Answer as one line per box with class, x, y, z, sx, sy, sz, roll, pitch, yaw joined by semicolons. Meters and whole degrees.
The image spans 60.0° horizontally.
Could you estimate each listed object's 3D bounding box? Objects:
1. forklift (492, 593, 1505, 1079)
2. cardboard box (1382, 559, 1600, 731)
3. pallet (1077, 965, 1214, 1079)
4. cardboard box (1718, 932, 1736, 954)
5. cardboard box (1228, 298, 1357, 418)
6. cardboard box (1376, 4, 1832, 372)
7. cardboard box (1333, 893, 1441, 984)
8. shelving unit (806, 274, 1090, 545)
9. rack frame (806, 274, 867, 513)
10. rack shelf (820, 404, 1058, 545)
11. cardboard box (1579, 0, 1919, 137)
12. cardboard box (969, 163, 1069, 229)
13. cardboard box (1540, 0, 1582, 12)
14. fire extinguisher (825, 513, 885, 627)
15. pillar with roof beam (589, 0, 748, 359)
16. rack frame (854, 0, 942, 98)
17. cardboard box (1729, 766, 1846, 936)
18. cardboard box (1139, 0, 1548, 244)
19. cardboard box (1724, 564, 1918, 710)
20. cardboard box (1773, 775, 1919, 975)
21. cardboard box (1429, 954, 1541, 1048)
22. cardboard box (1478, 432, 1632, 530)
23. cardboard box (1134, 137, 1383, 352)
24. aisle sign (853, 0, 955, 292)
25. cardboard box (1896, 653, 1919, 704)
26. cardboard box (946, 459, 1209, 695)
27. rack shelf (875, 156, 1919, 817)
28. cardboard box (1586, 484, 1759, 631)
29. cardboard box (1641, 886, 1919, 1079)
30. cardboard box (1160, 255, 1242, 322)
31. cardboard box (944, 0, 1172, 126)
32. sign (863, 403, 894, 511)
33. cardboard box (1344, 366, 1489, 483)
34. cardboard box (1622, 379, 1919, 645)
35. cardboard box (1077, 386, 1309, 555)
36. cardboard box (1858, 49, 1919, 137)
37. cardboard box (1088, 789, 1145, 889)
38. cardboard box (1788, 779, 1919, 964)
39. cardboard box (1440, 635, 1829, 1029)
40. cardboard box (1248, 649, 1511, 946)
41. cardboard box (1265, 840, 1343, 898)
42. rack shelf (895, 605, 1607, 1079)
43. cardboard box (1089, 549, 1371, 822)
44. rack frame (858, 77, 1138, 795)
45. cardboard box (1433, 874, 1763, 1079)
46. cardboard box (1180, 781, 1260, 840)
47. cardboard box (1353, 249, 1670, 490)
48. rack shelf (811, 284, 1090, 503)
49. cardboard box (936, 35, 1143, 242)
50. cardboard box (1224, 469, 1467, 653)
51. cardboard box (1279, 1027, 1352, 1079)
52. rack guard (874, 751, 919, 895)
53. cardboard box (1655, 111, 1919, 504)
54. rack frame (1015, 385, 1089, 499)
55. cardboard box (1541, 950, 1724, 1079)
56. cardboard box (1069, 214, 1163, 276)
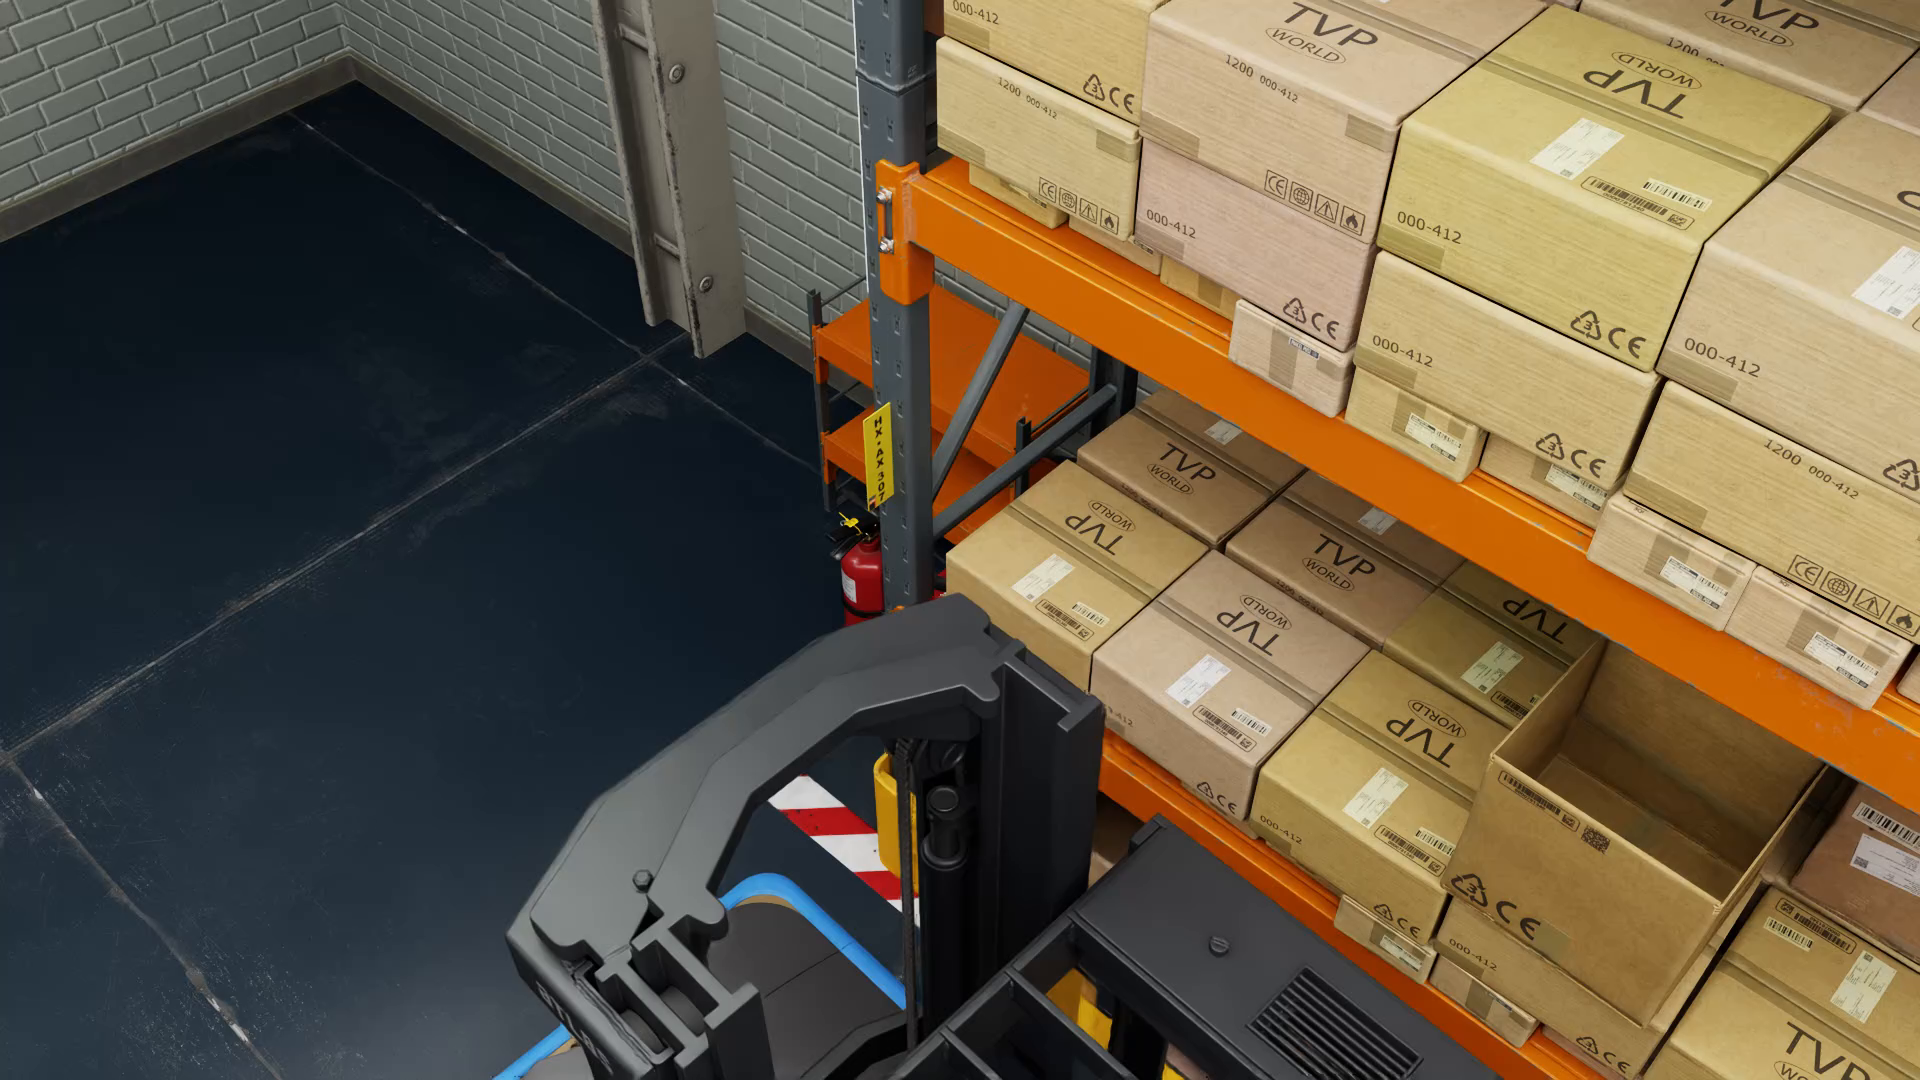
forklift;0.182;1.611;3.227;1.130;2.935;3.031;-36;56;-29
cardboard box;1.418;0.331;4.281;0.500;0.250;0.500;36;56;29
pallet;0.803;1.179;5.499;1.213;0.211;1.003;34;55;28
cardboard box;1.876;0.807;4.107;0.250;0.149;0.380;36;56;29
cardboard box;0.738;-0.436;3.216;0.250;0.149;0.380;35;56;28
cardboard box;1.056;-0.599;2.753;0.500;0.250;0.500;33;55;27
cardboard box;1.129;0.852;4.065;0.250;0.149;0.380;32;55;27
shelving unit;-0.005;-0.387;6.342;1.048;1.125;0.538;34;55;28
rack frame;-0.380;-0.638;6.578;0.032;1.125;0.500;34;55;28
rack shelf;-0.005;-0.220;6.520;1.000;0.278;0.538;34;55;28
cardboard box;1.444;-0.878;3.015;0.500;0.250;0.500;34;56;28
cardboard box;0.237;-0.866;3.620;0.250;0.149;0.380;35;56;28
cardboard box;1.059;-1.128;3.249;0.500;0.250;0.500;32;55;27
fire extinguisher;-0.261;0.122;4.887;0.183;0.674;0.296;34;55;28
pillar with roof beam;-4.129;-1.770;2.239;0.400;9.000;9.100;34;55;28
rack frame;0.161;-2.260;2.700;0.127;3.000;1.000;34;55;28
cardboard box;1.802;0.589;4.038;0.500;0.250;0.500;34;55;28
cardboard box;0.678;-0.840;2.979;0.500;0.250;0.500;34;55;27
cardboard box;1.484;0.065;2.746;0.250;0.149;0.380;35;56;28
cardboard box;2.168;0.830;3.812;0.500;0.250;0.500;35;56;28
cardboard box;1.337;0.971;3.953;0.250;0.149;0.380;35;56;28
cardboard box;1.159;-0.221;3.014;0.250;0.149;0.380;33;55;27
cardboard box;0.689;-0.678;3.170;0.500;0.250;0.500;35;56;28
aisle sign;-0.088;-0.973;3.823;0.004;0.787;0.394;34;55;28
cardboard box;1.723;0.157;2.659;0.250;0.149;0.380;34;56;28
cardboard box;0.312;0.111;4.487;0.500;0.250;0.500;34;56;28
rack shelf;1.631;0.001;3.127;4.000;0.370;1.077;34;55;28
cardboard box;1.298;-0.056;2.859;0.250;0.149;0.380;34;55;28
cardboard box;1.825;1.106;3.553;0.500;0.250;0.500;34;55;27
cardboard box;0.625;-0.614;3.384;0.250;0.149;0.380;34;56;28
cardboard box;0.317;-1.101;3.225;0.500;0.250;0.500;33;55;27
sign;-0.207;-0.213;4.298;0.005;0.325;0.100;34;55;28
cardboard box;0.935;-0.310;3.098;0.250;0.149;0.380;34;55;28
cardboard box;1.453;-0.175;2.698;0.500;0.250;0.500;33;55;27
cardboard box;0.679;-0.172;4.753;0.500;0.250;0.500;36;56;29
cardboard box;1.794;-0.617;2.770;0.500;0.250;0.500;34;55;28
cardboard box;0.546;0.857;5.312;0.637;0.503;0.797;32;54;26
cardboard box;2.186;0.585;3.528;0.500;0.500;0.500;32;55;27
cardboard box;1.414;0.596;3.517;0.500;0.500;0.500;35;56;28
cardboard box;1.057;0.609;4.019;0.500;0.250;0.500;33;55;27
cardboard box;0.995;0.687;4.220;0.250;0.149;0.380;35;56;28
rack shelf;1.631;1.028;4.221;4.000;0.370;1.077;34;55;28
cardboard box;0.682;0.360;4.253;0.500;0.250;0.500;35;56;28
rack frame;0.161;-0.207;4.887;0.127;3.000;1.000;34;55;28
cardboard box;1.447;0.851;3.793;0.500;0.250;0.500;33;55;27
cardboard box;0.796;0.559;4.340;0.250;0.149;0.380;36;56;29
cardboard box;1.057;-0.418;2.927;0.500;0.250;0.500;32;55;27
rack shelf;-0.005;-0.588;6.129;1.000;0.278;0.538;34;55;28
cardboard box;0.302;-0.918;3.396;0.500;0.250;0.500;33;55;27
cardboard box;1.057;0.083;4.513;0.500;0.250;0.500;34;55;28
cardboard box;1.148;1.302;4.897;0.700;0.500;0.500;-36;56;-29
rack guard;0.217;0.686;5.763;0.348;0.500;1.175;34;55;28
cardboard box;1.437;-0.352;2.521;0.500;0.250;0.500;35;56;29
rack frame;0.369;-0.137;6.107;0.032;1.125;0.500;34;55;28
cardboard box;1.573;1.062;3.868;0.250;0.149;0.380;34;55;28
cardboard box;0.448;-0.750;3.511;0.250;0.149;0.380;35;56;28
